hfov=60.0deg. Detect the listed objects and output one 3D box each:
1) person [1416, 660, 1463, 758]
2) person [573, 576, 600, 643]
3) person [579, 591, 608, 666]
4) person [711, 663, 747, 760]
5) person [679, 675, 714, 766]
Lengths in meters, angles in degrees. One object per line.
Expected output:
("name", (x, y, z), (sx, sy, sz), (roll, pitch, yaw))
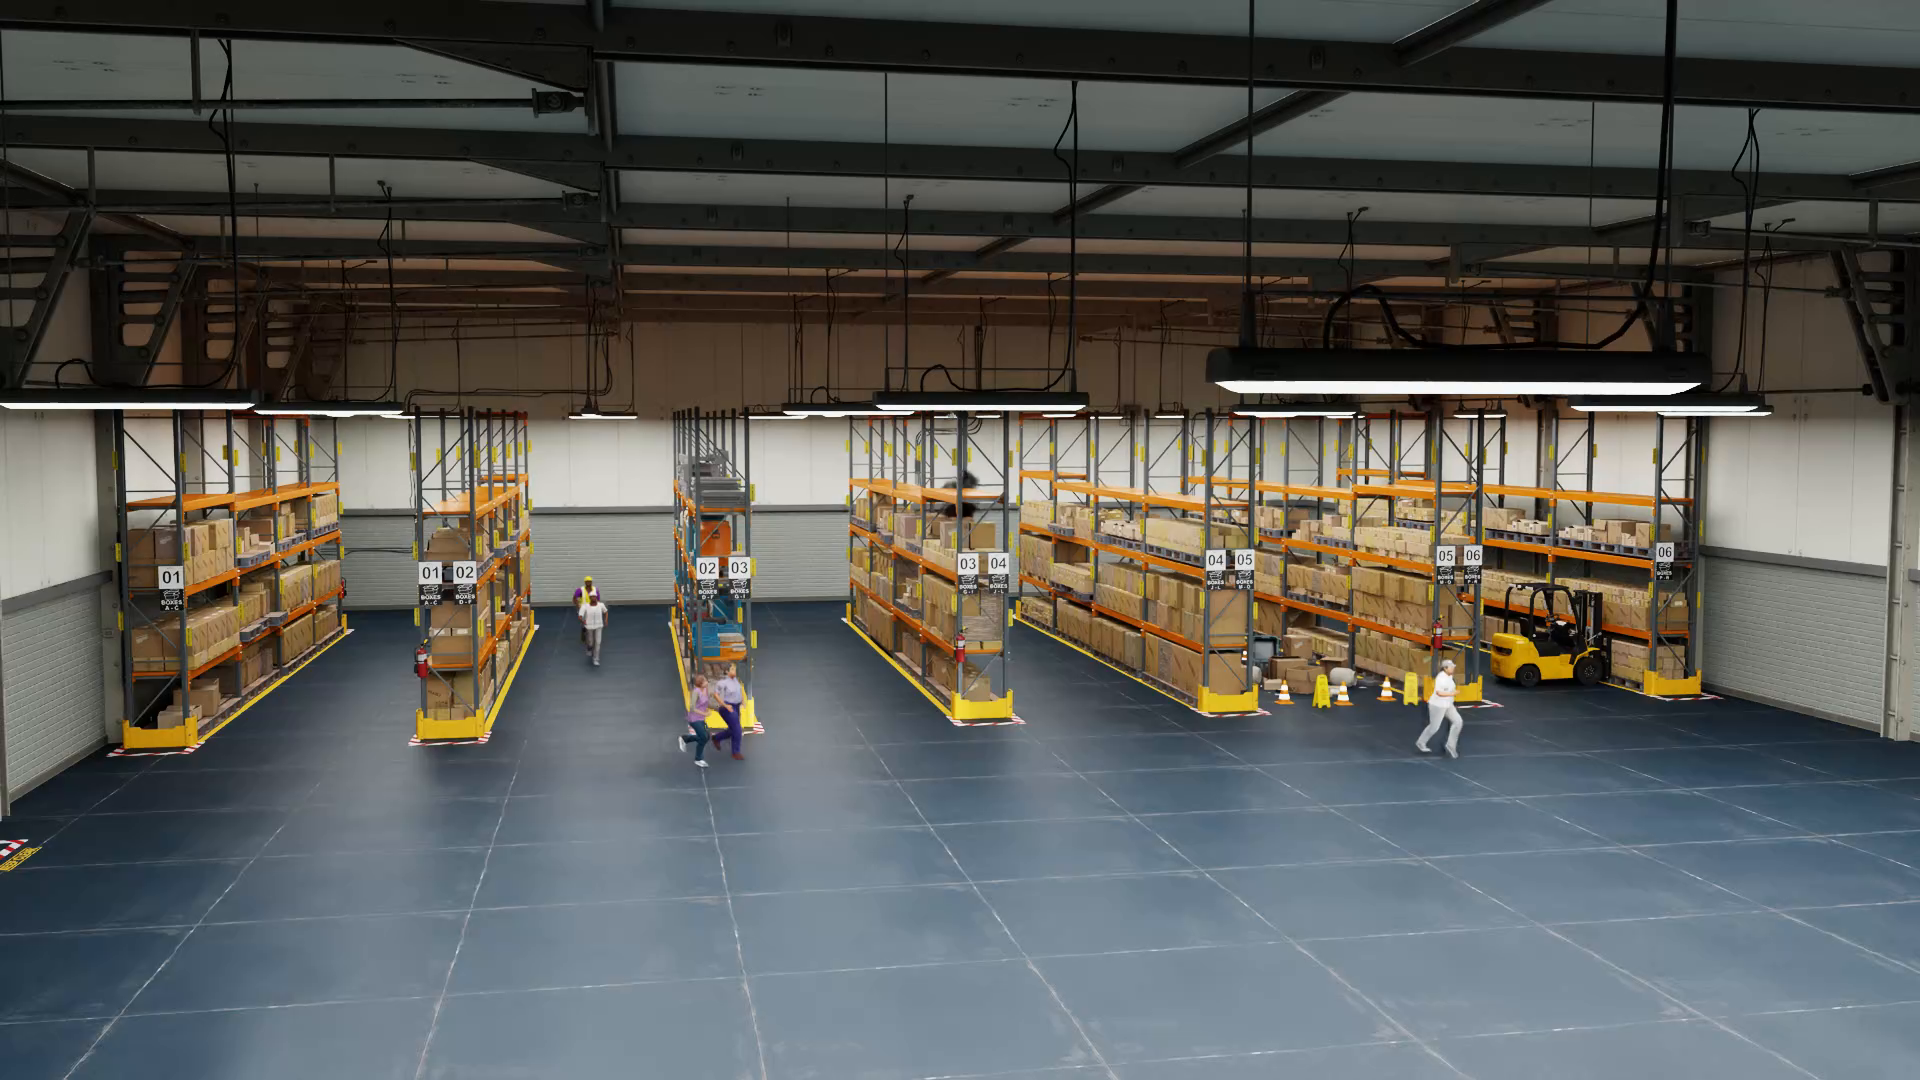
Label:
("person", (8.217, 2.880, 28.482), (0.826, 1.701, 0.626), (3, 5, 40))
("person", (-9.572, 1.801, 42.860), (0.675, 1.719, 0.599), (-2, 5, -29))
("person", (-8.635, 2.071, 39.266), (0.713, 1.736, 0.897), (-1, 4, -20))
("person", (-3.952, 2.907, 28.317), (0.719, 1.630, 0.618), (2, 4, 21))
("person", (-4.381, 3.002, 27.669), (0.649, 1.555, 0.576), (1, 4, 14))
